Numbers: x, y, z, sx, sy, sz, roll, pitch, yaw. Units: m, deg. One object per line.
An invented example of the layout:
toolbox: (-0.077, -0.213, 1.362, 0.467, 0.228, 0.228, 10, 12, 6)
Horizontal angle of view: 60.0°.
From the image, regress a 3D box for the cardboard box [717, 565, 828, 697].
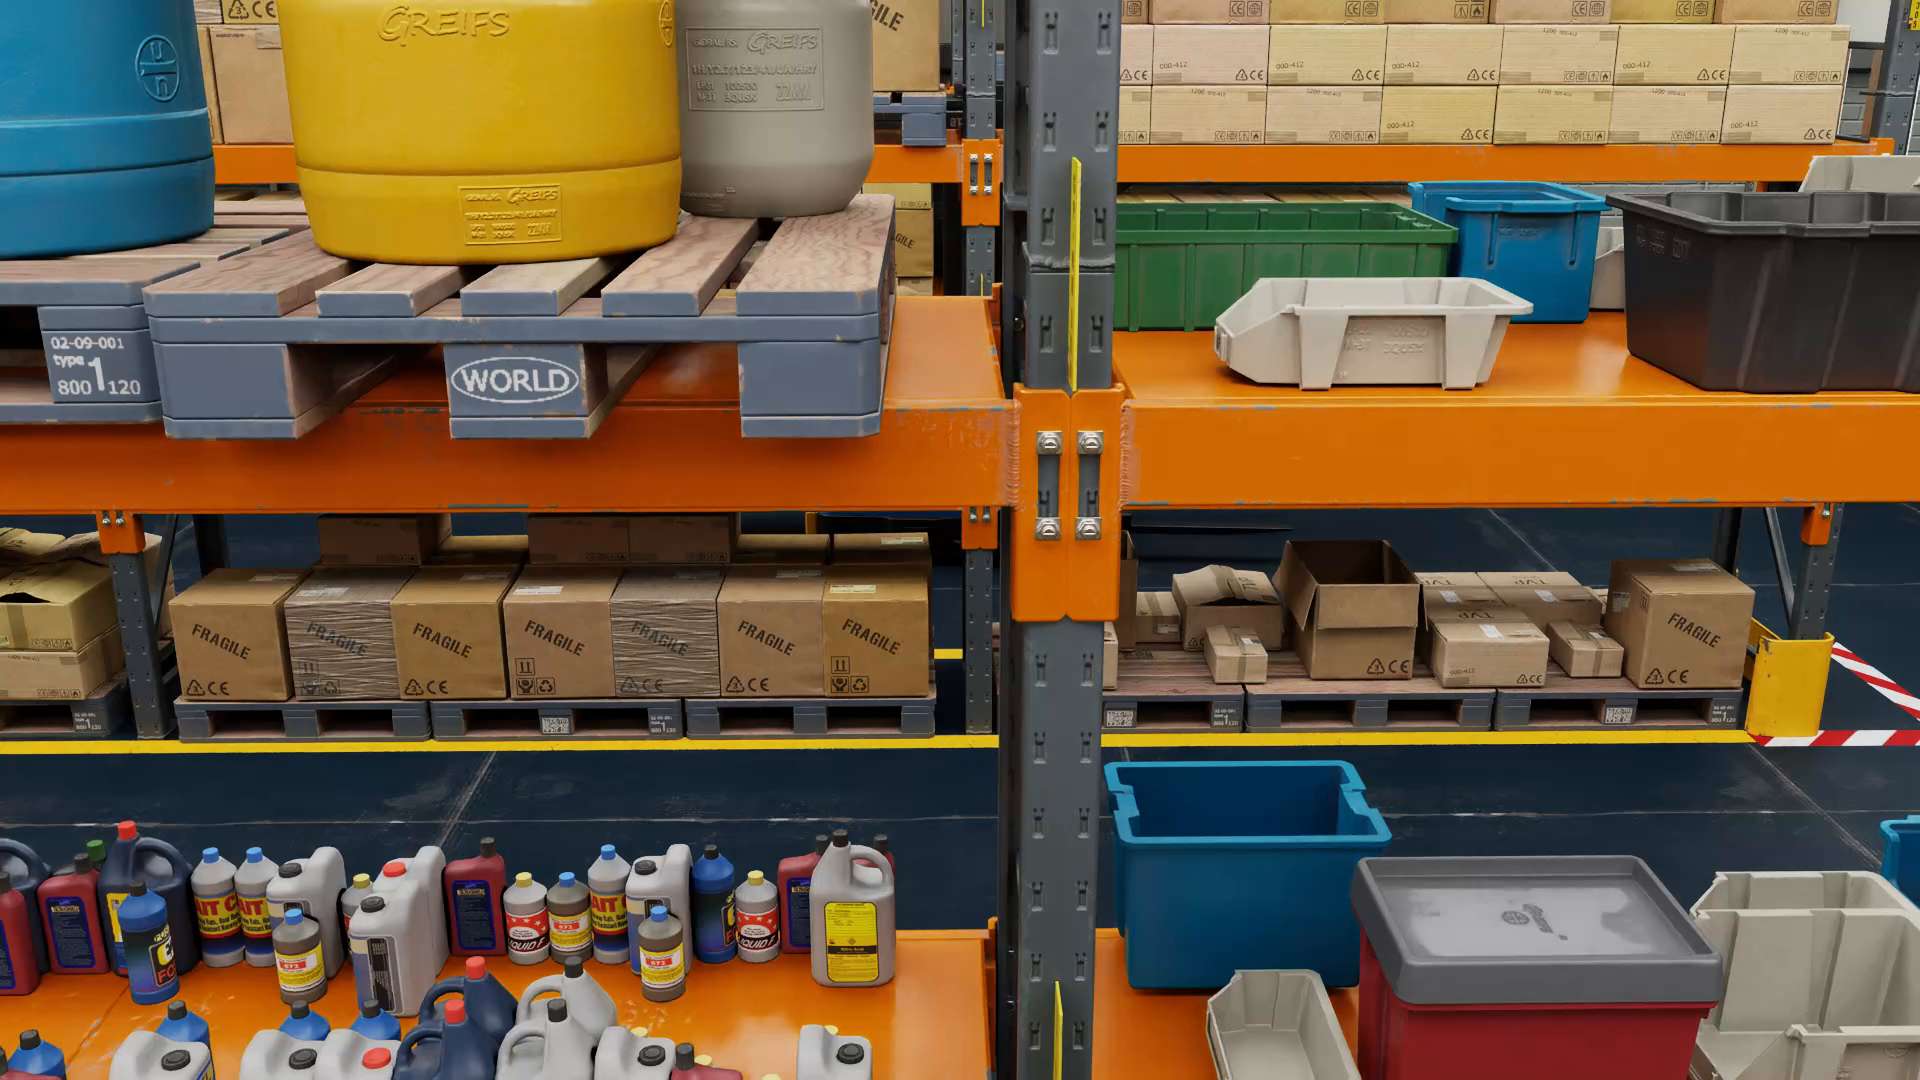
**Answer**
cardboard box: (-0.899, 0.439, 8.141, 0.500, 0.500, 0.500, 0, 18, -1)

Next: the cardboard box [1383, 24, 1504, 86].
cardboard box: (2.074, -2.158, 7.379, 0.500, 0.250, 0.500, 0, 18, -1)

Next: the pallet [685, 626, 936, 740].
pallet: (-0.729, 0.711, 8.484, 1.213, 0.211, 1.003, 0, 18, -1)

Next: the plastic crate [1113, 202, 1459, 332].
plastic crate: (0.577, -0.541, 3.259, 0.662, 0.188, 0.450, 0, 18, -1)

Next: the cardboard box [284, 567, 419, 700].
cardboard box: (-2.933, 0.449, 8.109, 0.500, 0.500, 0.500, -1, 18, -3)

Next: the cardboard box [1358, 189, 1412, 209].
cardboard box: (3.492, -2.301, 12.820, 0.700, 0.700, 0.980, 1, 18, 2)

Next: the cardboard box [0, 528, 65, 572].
cardboard box: (-4.969, 0.148, 8.572, 0.500, 0.311, 0.500, -1, 18, -2)

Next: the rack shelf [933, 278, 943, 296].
rack shelf: (-1.998, -1.793, 12.903, 4.000, 0.370, 1.077, 0, 18, -1)

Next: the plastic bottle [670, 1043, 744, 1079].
plastic bottle: (-0.461, 1.052, 3.048, 0.133, 0.283, 0.061, 0, 18, -1)

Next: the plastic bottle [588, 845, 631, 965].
plastic bottle: (-0.793, 0.822, 3.785, 0.097, 0.271, 0.097, 0, 18, 0)

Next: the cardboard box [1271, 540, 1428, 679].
cardboard box: (1.962, 0.337, 8.454, 0.637, 0.503, 0.797, 0, 18, -1)

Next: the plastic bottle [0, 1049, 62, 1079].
plastic bottle: (-1.697, 1.058, 3.029, 0.133, 0.283, 0.061, 0, 18, -1)

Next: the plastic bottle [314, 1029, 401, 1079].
plastic bottle: (-1.100, 1.045, 3.083, 0.135, 0.276, 0.152, 0, 18, -1)

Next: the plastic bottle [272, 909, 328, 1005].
plastic bottle: (-1.448, 0.905, 3.641, 0.097, 0.201, 0.097, 0, 18, 0)

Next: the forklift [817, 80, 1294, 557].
forklift: (0.628, -1.384, 10.563, 3.031, 2.935, 1.130, 1, 18, 3)

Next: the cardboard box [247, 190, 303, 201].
cardboard box: (-5.026, -2.366, 12.629, 0.500, 0.500, 0.700, -2, 18, -6)

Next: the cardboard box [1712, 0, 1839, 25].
cardboard box: (3.570, -2.596, 7.517, 0.500, 0.500, 0.700, 0, 18, -1)

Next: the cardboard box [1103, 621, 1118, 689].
cardboard box: (0.507, 0.503, 8.250, 0.500, 0.311, 0.500, 0, 18, -1)

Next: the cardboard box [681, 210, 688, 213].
cardboard box: (-1.967, -2.255, 12.483, 0.500, 0.500, 0.500, 0, 18, 1)

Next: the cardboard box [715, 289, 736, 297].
cardboard box: (-1.080, -0.923, 8.162, 0.500, 0.500, 0.700, 3, 18, 8)

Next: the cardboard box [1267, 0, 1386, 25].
cardboard box: (1.572, -2.561, 7.410, 0.500, 0.500, 0.700, 0, 18, -1)

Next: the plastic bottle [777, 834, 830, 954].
plastic bottle: (-0.348, 0.809, 3.807, 0.133, 0.283, 0.061, 0, 18, -1)

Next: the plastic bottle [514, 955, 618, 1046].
plastic bottle: (-0.758, 0.965, 3.210, 0.185, 0.351, 0.144, 0, 18, -1)

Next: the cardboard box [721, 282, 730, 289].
cardboard box: (-1.868, -1.956, 12.613, 0.250, 0.149, 0.380, 0, 18, 1)

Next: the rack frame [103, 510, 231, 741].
rack frame: (-3.916, -0.613, 8.046, 0.127, 3.000, 1.000, 0, 18, -1)

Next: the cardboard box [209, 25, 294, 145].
cardboard box: (-2.970, -2.103, 7.619, 0.500, 0.500, 0.910, 0, 18, -1)

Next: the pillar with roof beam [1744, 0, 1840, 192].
pillar with roof beam: (6.755, -3.983, 8.732, 0.400, 9.000, 9.100, 0, 18, -1)

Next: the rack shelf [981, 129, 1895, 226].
rack shelf: (2.084, -1.727, 7.788, 4.000, 0.370, 1.077, 0, 18, -1)

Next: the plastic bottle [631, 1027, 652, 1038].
plastic bottle: (-0.616, 1.040, 3.220, 0.097, 0.201, 0.097, 0, 18, 0)

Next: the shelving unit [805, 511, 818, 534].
shelving unit: (-1.445, -0.751, 10.933, 1.083, 1.500, 0.587, 1, 18, 3)

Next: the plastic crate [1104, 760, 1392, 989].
plastic crate: (0.620, 0.754, 3.715, 0.575, 0.384, 0.392, 0, 18, -1)

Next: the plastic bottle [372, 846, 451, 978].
plastic bottle: (-1.236, 0.830, 3.751, 0.135, 0.276, 0.152, 0, 18, -1)

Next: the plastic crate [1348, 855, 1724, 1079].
plastic crate: (1.055, 0.894, 3.146, 0.583, 0.464, 0.402, 0, 18, -1)

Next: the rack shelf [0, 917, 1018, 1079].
rack shelf: (-1.841, 1.233, 3.470, 4.000, 0.370, 1.077, 0, 18, -1)

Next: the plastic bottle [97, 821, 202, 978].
plastic bottle: (-1.823, 0.796, 3.735, 0.185, 0.351, 0.144, 0, 18, -1)

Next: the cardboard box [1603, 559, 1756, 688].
cardboard box: (3.544, 0.407, 8.239, 0.500, 0.500, 0.500, 0, 18, -1)

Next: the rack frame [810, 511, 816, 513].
rack frame: (-0.947, -0.742, 10.905, 0.032, 1.500, 0.500, 1, 18, 3)

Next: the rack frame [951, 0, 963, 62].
rack frame: (0.002, -5.001, 11.906, 0.127, 3.000, 1.000, 0, 18, -1)

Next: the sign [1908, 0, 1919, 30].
sign: (4.072, -2.331, 7.045, 0.005, 0.325, 0.100, 0, 18, -1)

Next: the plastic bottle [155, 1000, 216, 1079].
plastic bottle: (-1.487, 1.011, 3.196, 0.097, 0.271, 0.097, 0, 18, 0)

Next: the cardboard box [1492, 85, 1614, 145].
cardboard box: (2.574, -1.920, 7.456, 0.500, 0.250, 0.500, 0, 18, -1)

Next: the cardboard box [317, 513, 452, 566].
cardboard box: (-2.928, -0.067, 8.489, 0.500, 0.250, 0.500, 0, 18, 1)

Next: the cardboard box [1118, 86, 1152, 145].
cardboard box: (0.574, -1.916, 7.443, 0.500, 0.250, 0.500, 0, 18, -1)

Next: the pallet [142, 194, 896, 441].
pallet: (-0.624, -0.424, 2.856, 1.003, 0.211, 1.213, 0, 18, -1)

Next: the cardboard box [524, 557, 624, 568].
cardboard box: (-1.942, 0.285, 8.620, 0.500, 0.500, 0.500, -1, 18, -3)

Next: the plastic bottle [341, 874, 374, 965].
plastic bottle: (-1.353, 0.858, 3.787, 0.097, 0.201, 0.097, 0, 18, 0)
